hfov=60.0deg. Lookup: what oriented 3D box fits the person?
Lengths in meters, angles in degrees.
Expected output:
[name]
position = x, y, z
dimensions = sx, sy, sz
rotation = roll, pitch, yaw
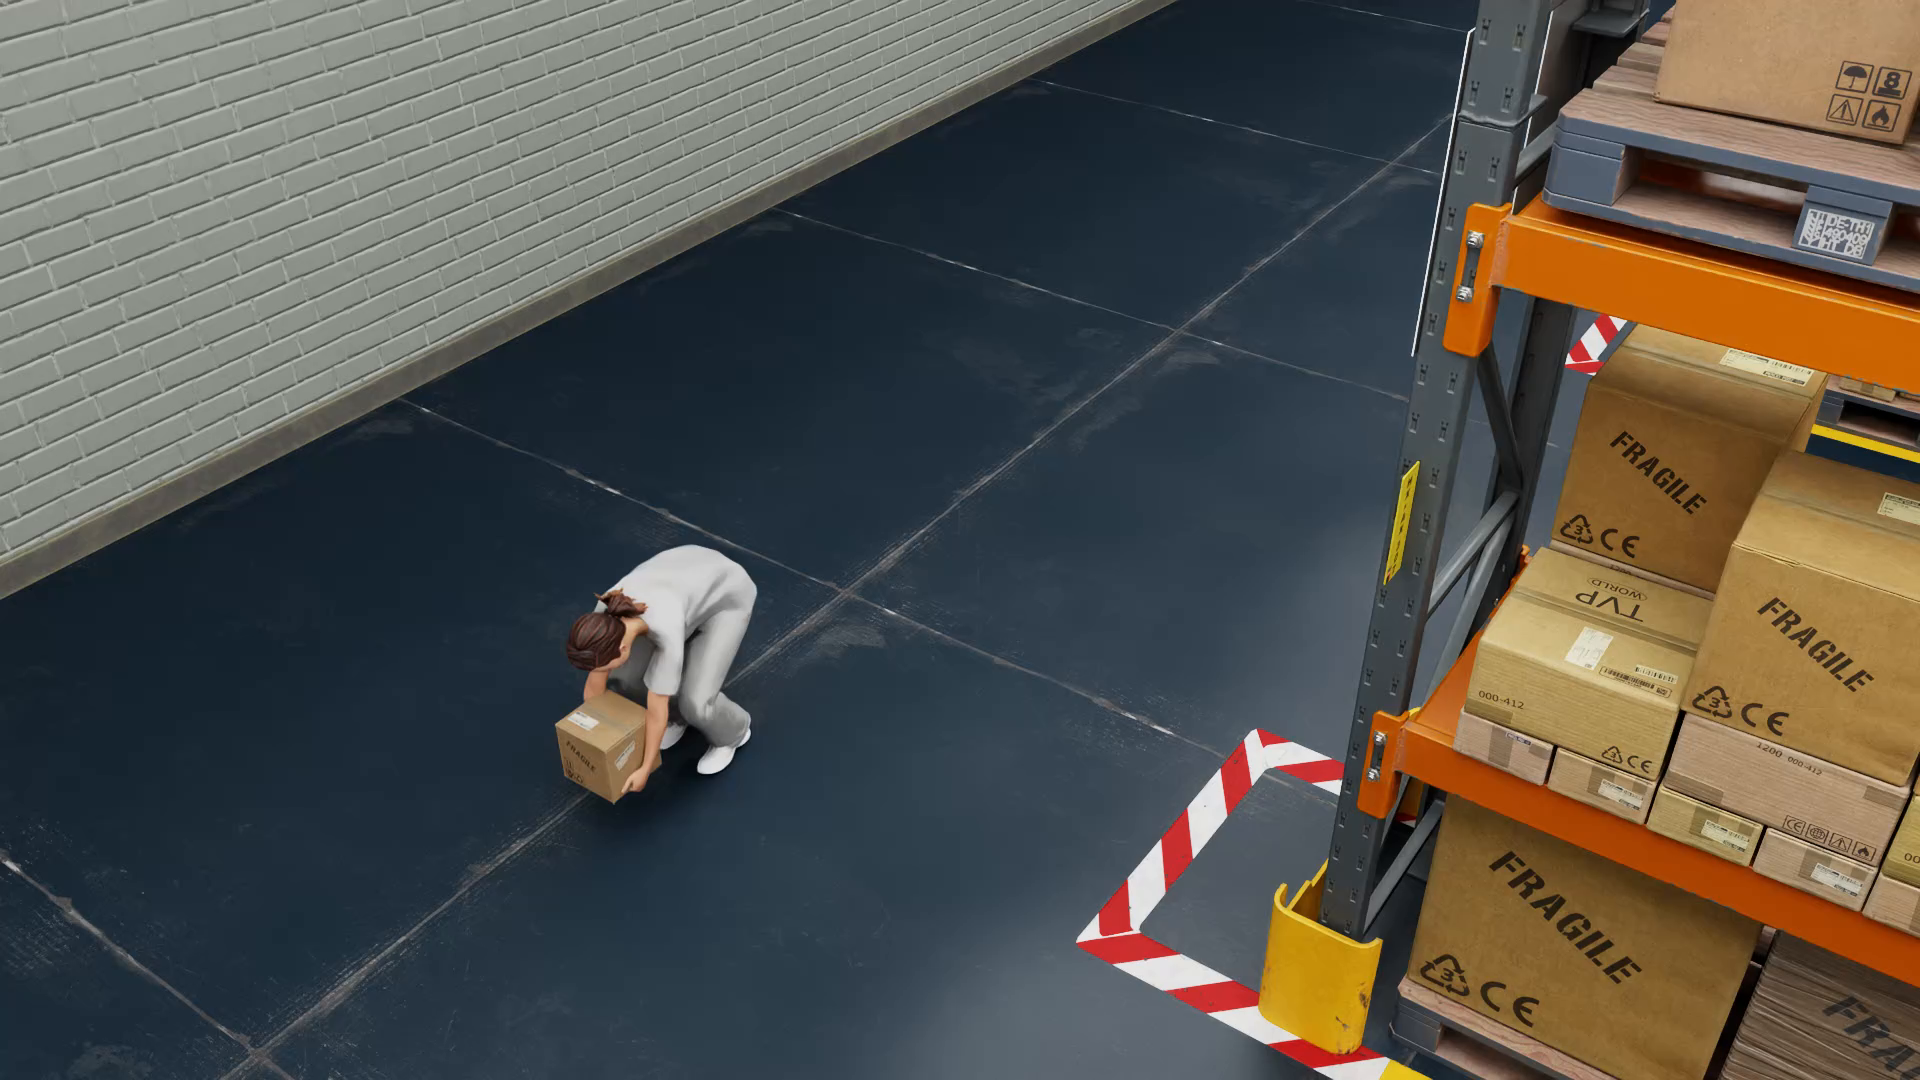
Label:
[person]
position = -1.079, 0.478, 6.097
dimensions = 0.415, 0.946, 0.860
rotation = 20, 39, 26
